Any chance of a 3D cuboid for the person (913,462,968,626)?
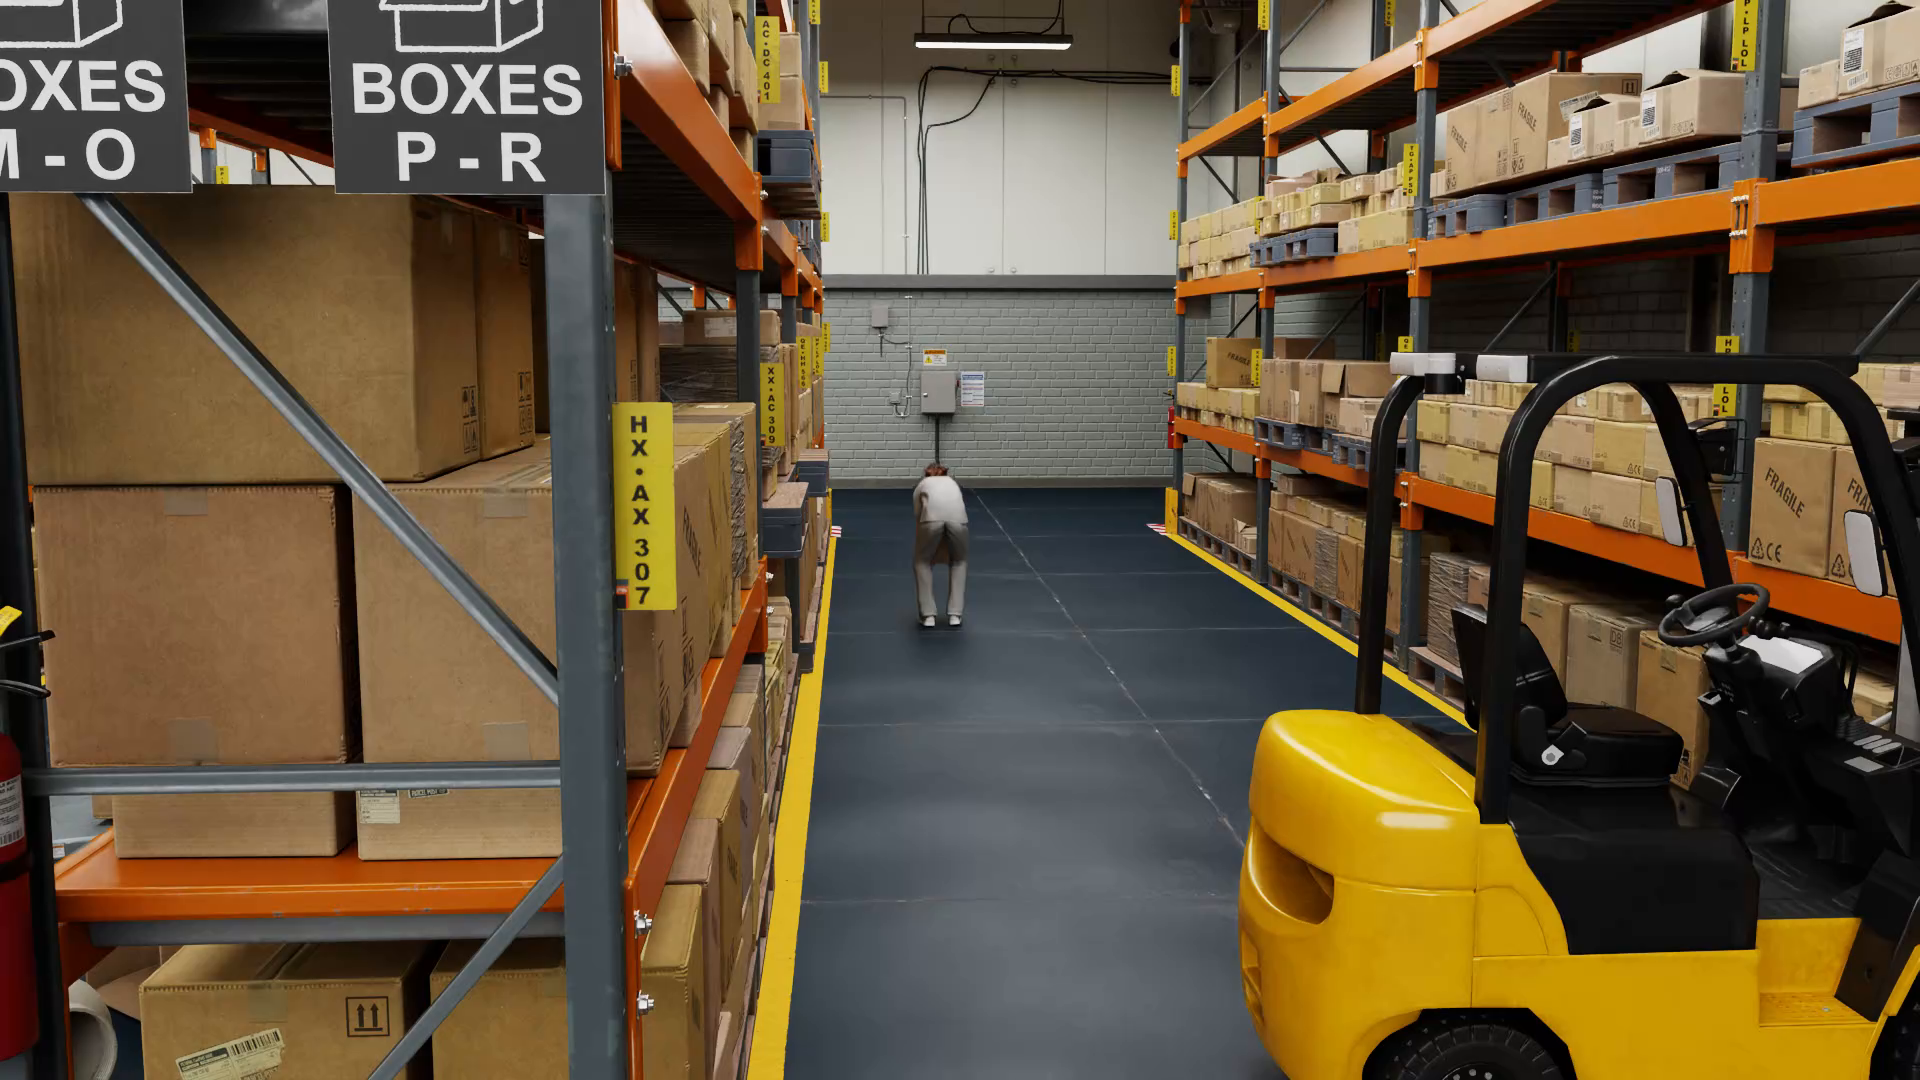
[{"bbox_3d":[-0.160,0.027,12.945,0.428,1.217,0.836,-1,7,-6],"label":"person"}]
